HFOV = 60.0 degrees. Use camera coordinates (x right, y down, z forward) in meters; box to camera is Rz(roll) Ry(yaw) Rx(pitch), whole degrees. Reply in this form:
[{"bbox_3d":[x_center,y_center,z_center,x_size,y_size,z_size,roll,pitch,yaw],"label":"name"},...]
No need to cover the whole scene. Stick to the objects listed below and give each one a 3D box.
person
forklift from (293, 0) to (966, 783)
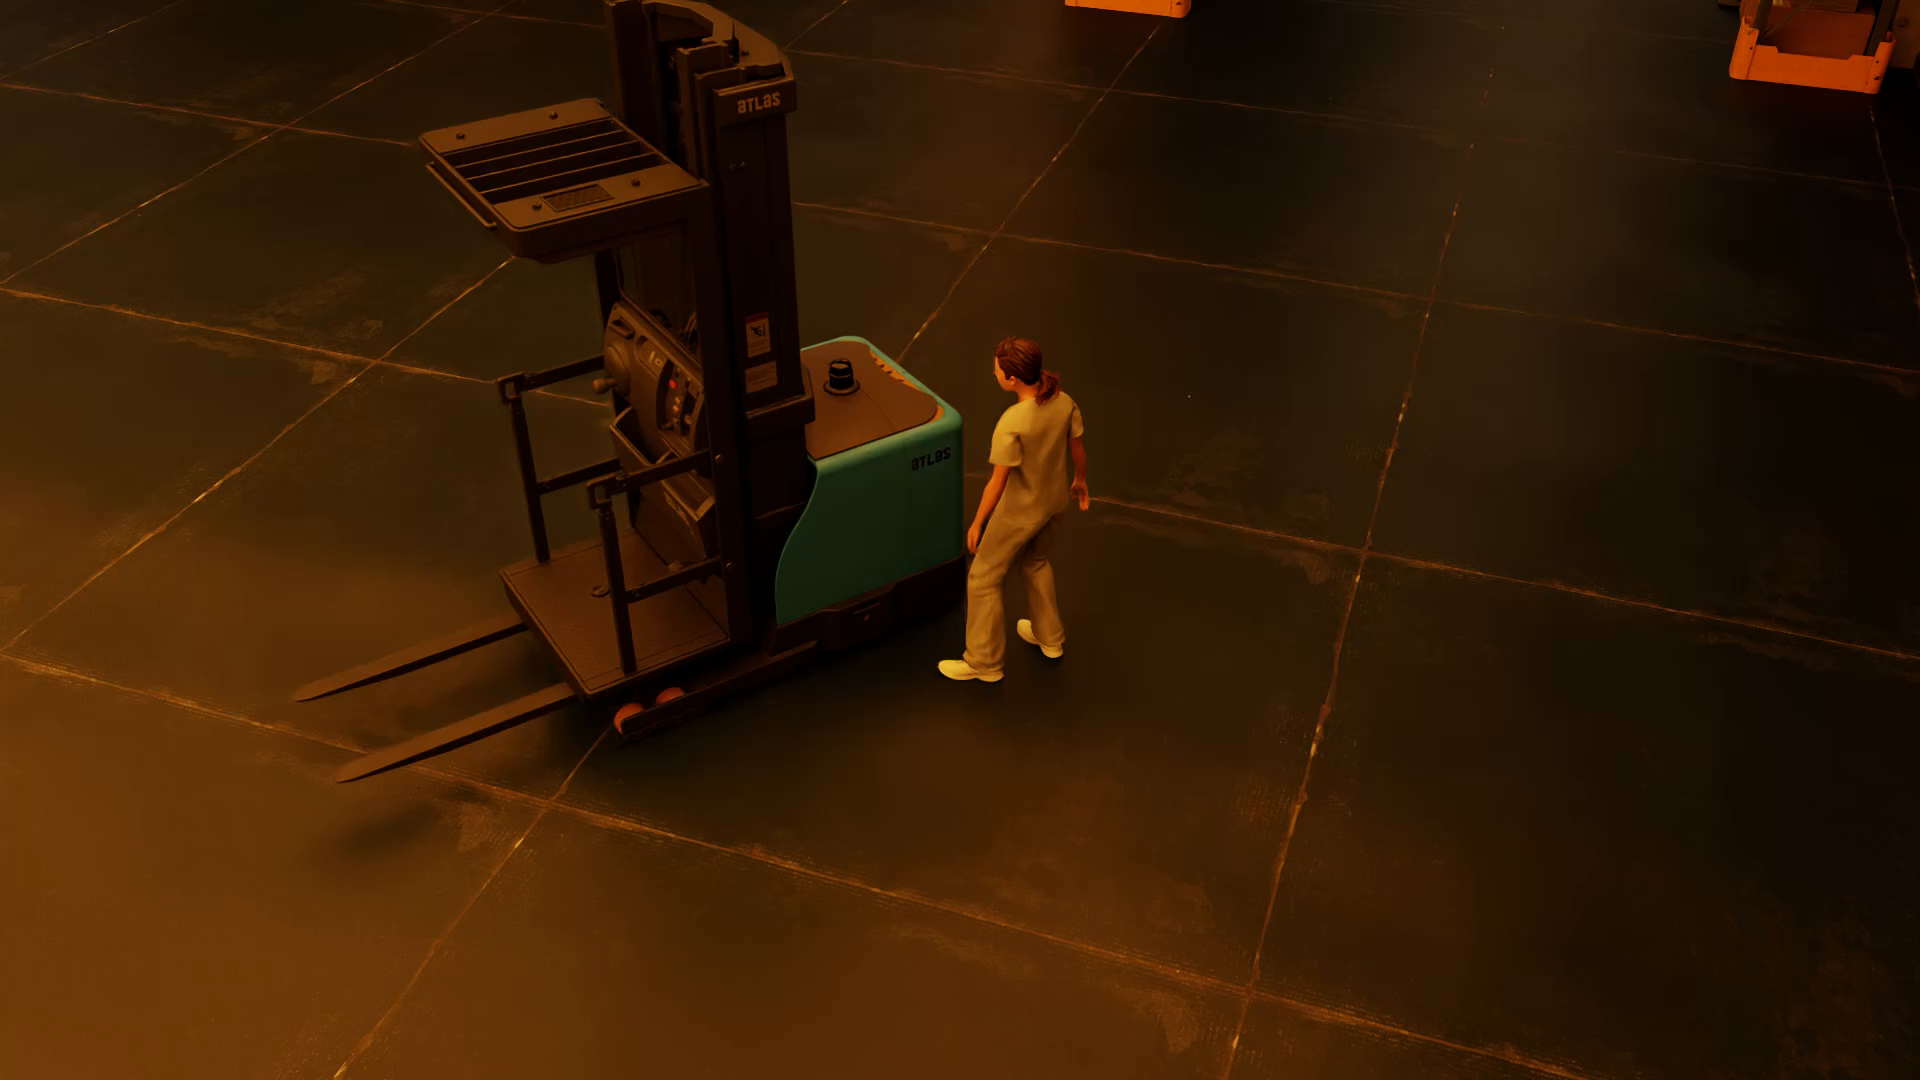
[{"bbox_3d":[0.272,-0.137,7.419,0.363,1.648,0.749,28,44,34],"label":"person"},{"bbox_3d":[-1.485,-0.656,7.035,3.031,2.935,1.130,-21,40,-27],"label":"forklift"}]
